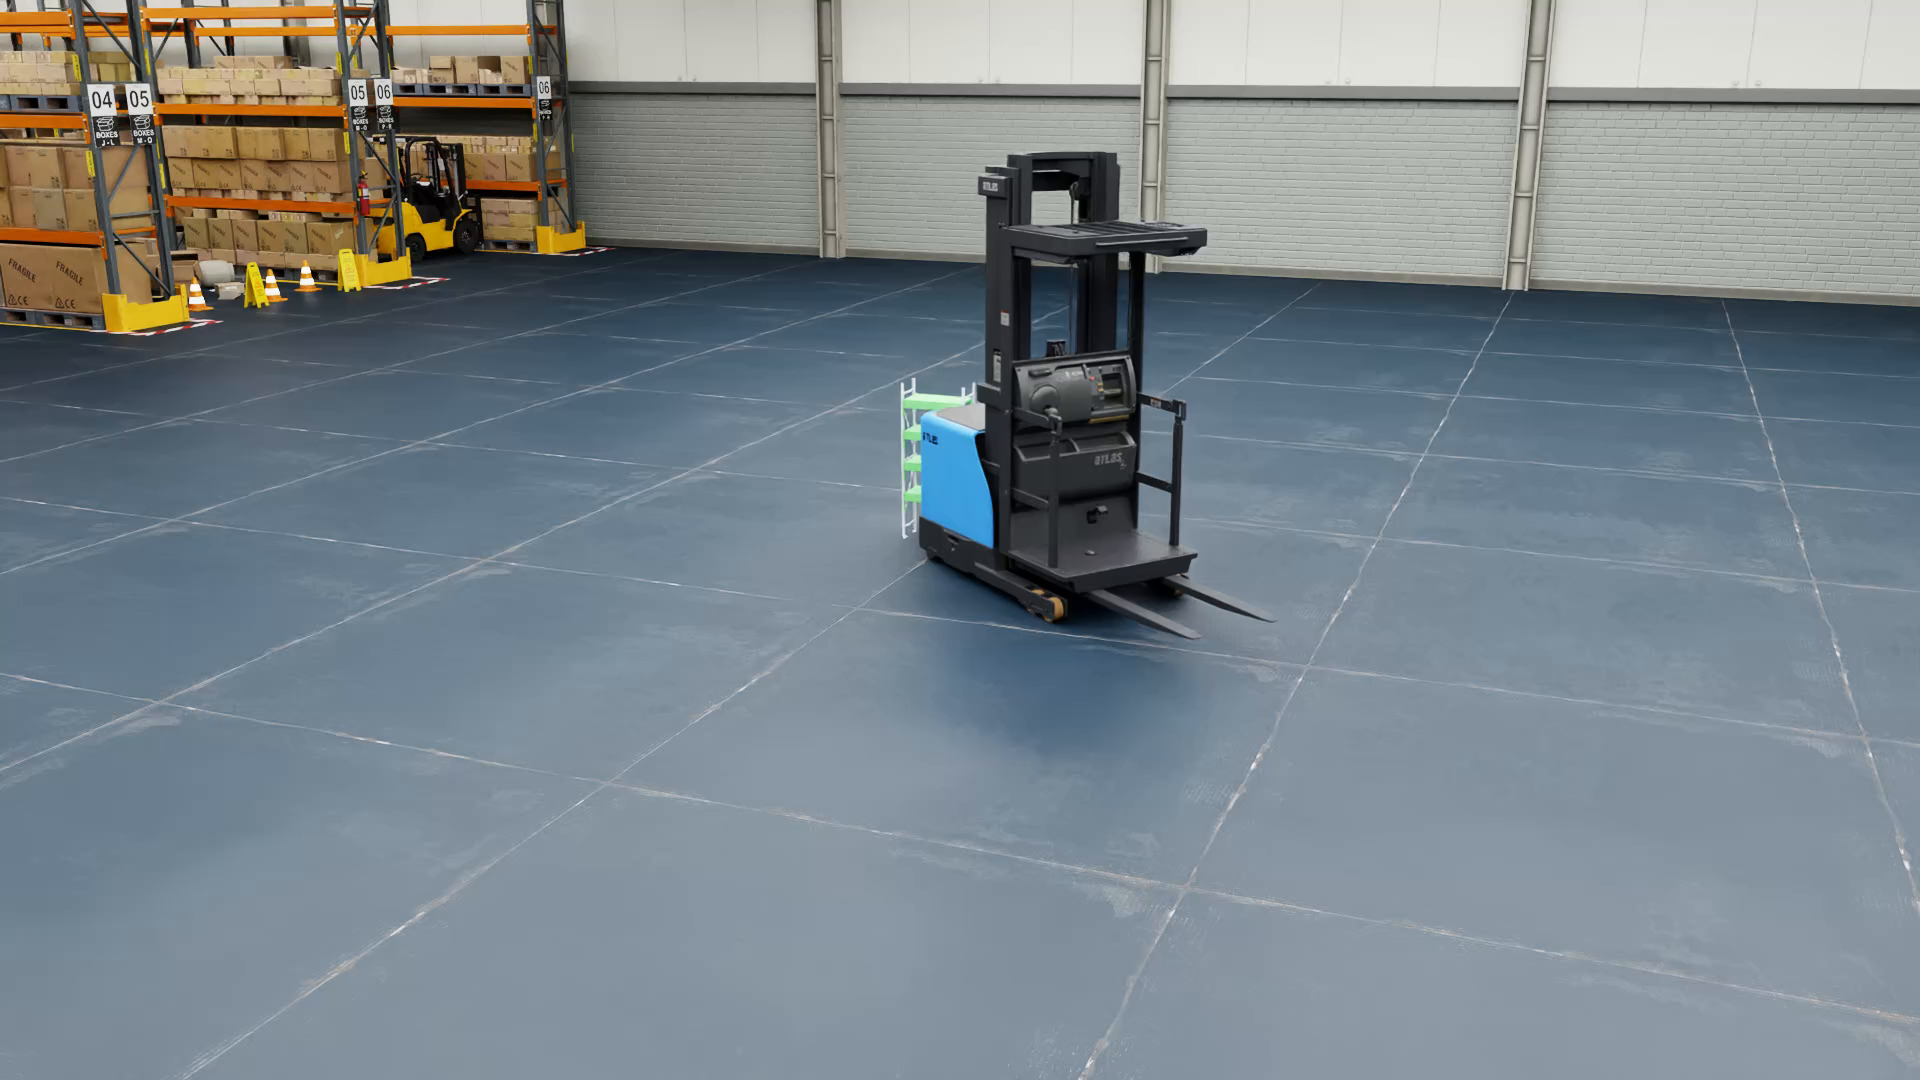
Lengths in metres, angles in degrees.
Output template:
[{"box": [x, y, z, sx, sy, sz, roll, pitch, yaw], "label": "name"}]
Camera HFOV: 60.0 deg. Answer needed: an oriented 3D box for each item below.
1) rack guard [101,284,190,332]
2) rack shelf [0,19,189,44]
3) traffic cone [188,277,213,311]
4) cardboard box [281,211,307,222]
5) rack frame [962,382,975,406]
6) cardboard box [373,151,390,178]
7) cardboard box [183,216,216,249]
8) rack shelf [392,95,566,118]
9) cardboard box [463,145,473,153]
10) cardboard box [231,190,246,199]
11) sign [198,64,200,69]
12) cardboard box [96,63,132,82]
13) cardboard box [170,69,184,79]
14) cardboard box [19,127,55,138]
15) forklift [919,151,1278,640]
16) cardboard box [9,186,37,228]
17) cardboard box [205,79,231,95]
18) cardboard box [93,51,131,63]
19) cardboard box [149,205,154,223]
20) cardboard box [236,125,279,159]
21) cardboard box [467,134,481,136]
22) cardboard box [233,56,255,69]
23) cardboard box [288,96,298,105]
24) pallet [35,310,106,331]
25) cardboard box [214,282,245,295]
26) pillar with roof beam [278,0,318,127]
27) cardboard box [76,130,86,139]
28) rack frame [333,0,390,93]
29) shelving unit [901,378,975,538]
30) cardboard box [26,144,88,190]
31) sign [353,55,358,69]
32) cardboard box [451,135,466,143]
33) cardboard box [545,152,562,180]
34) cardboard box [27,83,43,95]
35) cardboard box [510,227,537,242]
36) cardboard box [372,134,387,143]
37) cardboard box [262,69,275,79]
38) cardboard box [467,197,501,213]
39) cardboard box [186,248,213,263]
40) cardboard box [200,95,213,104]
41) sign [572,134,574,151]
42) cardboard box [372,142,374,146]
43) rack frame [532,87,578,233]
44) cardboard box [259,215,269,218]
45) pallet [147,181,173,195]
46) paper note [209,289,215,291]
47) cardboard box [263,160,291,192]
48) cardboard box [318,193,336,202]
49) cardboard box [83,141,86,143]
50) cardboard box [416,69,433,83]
[{"box": [-11.122, -3.181, 22.734, 0.348, 0.500, 1.175, 6, 17, 21], "label": "rack guard"}, {"box": [-15.003, -8.635, 28.286, 4.000, 0.370, 1.077, 6, 17, 21], "label": "rack shelf"}, {"box": [-11.117, -3.588, 24.203, 0.334, 0.463, 0.336, 6, 17, 21], "label": "traffic cone"}, {"box": [-10.862, -5.292, 27.192, 0.250, 0.149, 0.380, 7, 17, 22], "label": "cardboard box"}, {"box": [0.064, -0.572, 12.493, 0.015, 1.200, 0.240, 6, 17, 21], "label": "rack frame"}, {"box": [-11.008, -7.310, 32.293, 0.500, 0.500, 0.500, 6, 17, 19], "label": "cardboard box"}, {"box": [-12.693, -5.198, 28.032, 0.500, 0.500, 0.500, 7, 18, 23], "label": "cardboard box"}, {"box": [-9.465, -8.265, 31.674, 4.000, 0.370, 1.077, 6, 17, 21], "label": "rack shelf"}, {"box": [-9.232, -7.413, 31.485, 0.250, 0.149, 0.380, 6, 17, 21], "label": "cardboard box"}, {"box": [-11.781, -5.718, 27.440, 0.250, 0.149, 0.380, 6, 17, 21], "label": "cardboard box"}, {"box": [-12.951, -7.917, 28.259, 0.005, 0.325, 0.100, 6, 17, 21], "label": "sign"}, {"box": [-11.499, -6.261, 22.282, 0.500, 0.250, 0.500, 6, 17, 21], "label": "cardboard box"}, {"box": [-12.717, -7.654, 27.299, 0.250, 0.149, 0.380, 7, 18, 22], "label": "cardboard box"}, {"box": [-20.055, -8.846, 36.153, 0.500, 0.500, 0.500, 6, 17, 19], "label": "cardboard box"}, {"box": [0.888, -1.018, 10.923, 1.130, 2.935, 3.031, -10, 19, -30], "label": "forklift"}, {"box": [-12.501, -4.623, 22.947, 0.550, 0.550, 0.875, 6, 17, 21], "label": "cardboard box"}, {"box": [-11.890, -7.378, 27.061, 0.500, 0.250, 0.500, 6, 17, 21], "label": "cardboard box"}, {"box": [-11.338, -6.453, 22.229, 0.250, 0.149, 0.380, 6, 17, 21], "label": "cardboard box"}, {"box": [-16.958, -6.928, 34.888, 0.500, 0.500, 0.500, 6, 17, 19], "label": "cardboard box"}, {"box": [-11.371, -6.511, 27.215, 0.500, 0.500, 0.700, 6, 17, 20], "label": "cardboard box"}, {"box": [-9.267, -7.724, 32.021, 0.250, 0.149, 0.380, 6, 17, 21], "label": "cardboard box"}, {"box": [-13.956, -9.359, 33.040, 0.500, 0.500, 0.700, 6, 17, 20], "label": "cardboard box"}, {"box": [-10.546, -7.058, 26.676, 0.250, 0.149, 0.380, 6, 17, 21], "label": "cardboard box"}, {"box": [-11.917, -3.106, 22.995, 1.213, 0.211, 1.003, 6, 17, 21], "label": "pallet"}, {"box": [-11.382, -3.919, 25.906, 0.380, 0.149, 0.250, -12, 20, -37], "label": "cardboard box"}, {"box": [-15.082, -9.649, 29.770, 0.400, 9.000, 9.100, 6, 17, 21], "label": "pillar with roof beam"}, {"box": [-15.239, -7.106, 29.142, 0.250, 0.149, 0.380, 5, 17, 18], "label": "cardboard box"}, {"box": [-9.422, -8.559, 26.015, 0.127, 3.000, 1.000, 6, 17, 21], "label": "rack frame"}, {"box": [-0.163, -0.597, 12.578, 0.503, 1.200, 0.258, 6, 17, 21], "label": "shelving unit"}, {"box": [-12.021, -5.055, 22.499, 0.550, 0.550, 0.875, 6, 17, 21], "label": "cardboard box"}, {"box": [-11.515, -9.073, 31.675, 0.005, 0.325, 0.100, 6, 17, 21], "label": "sign"}, {"box": [-9.444, -7.605, 31.615, 0.250, 0.149, 0.380, 7, 17, 21], "label": "cardboard box"}, {"box": [-7.963, -7.136, 31.696, 0.500, 0.500, 0.500, 7, 18, 22], "label": "cardboard box"}, {"box": [-12.051, -5.952, 21.932, 0.250, 0.149, 0.380, 7, 17, 21], "label": "cardboard box"}, {"box": [-8.157, -5.813, 31.496, 0.500, 0.250, 0.500, 6, 17, 21], "label": "cardboard box"}, {"box": [-11.138, -7.768, 32.174, 0.250, 0.149, 0.380, 7, 17, 22], "label": "cardboard box"}, {"box": [-10.991, -7.496, 26.755, 0.250, 0.149, 0.380, 6, 17, 19], "label": "cardboard box"}, {"box": [-9.097, -6.393, 31.700, 0.500, 0.250, 0.500, 7, 17, 21], "label": "cardboard box"}, {"box": [-12.693, -4.838, 28.137, 0.500, 0.250, 0.500, 5, 17, 18], "label": "cardboard box"}, {"box": [-12.231, -7.238, 27.295, 0.250, 0.149, 0.380, 7, 18, 22], "label": "cardboard box"}, {"box": [-7.395, -7.563, 31.650, 0.005, 0.325, 0.100, 6, 17, 21], "label": "sign"}, {"box": [-11.573, -7.826, 32.908, 0.250, 0.149, 0.380, 6, 17, 19], "label": "cardboard box"}, {"box": [-7.604, -6.966, 31.288, 0.127, 3.000, 1.000, 6, 17, 21], "label": "rack frame"}, {"box": [-11.545, -5.234, 28.156, 0.500, 0.500, 0.500, 7, 18, 24], "label": "cardboard box"}, {"box": [-13.801, -6.111, 28.687, 1.213, 0.211, 1.003, 6, 17, 21], "label": "pallet"}, {"box": [-11.767, -3.953, 26.256, 0.142, 0.019, 0.148, 14, 21, 40], "label": "paper note"}, {"box": [-10.956, -5.957, 27.102, 0.500, 0.500, 0.500, 6, 17, 20], "label": "cardboard box"}, {"box": [-10.125, -5.537, 26.818, 0.250, 0.149, 0.380, 6, 17, 20], "label": "cardboard box"}, {"box": [-14.596, -6.572, 28.466, 0.500, 0.500, 0.500, 7, 18, 23], "label": "cardboard box"}, {"box": [-10.056, -8.770, 31.431, 0.258, 0.266, 0.396, 6, 17, 19], "label": "cardboard box"}]
